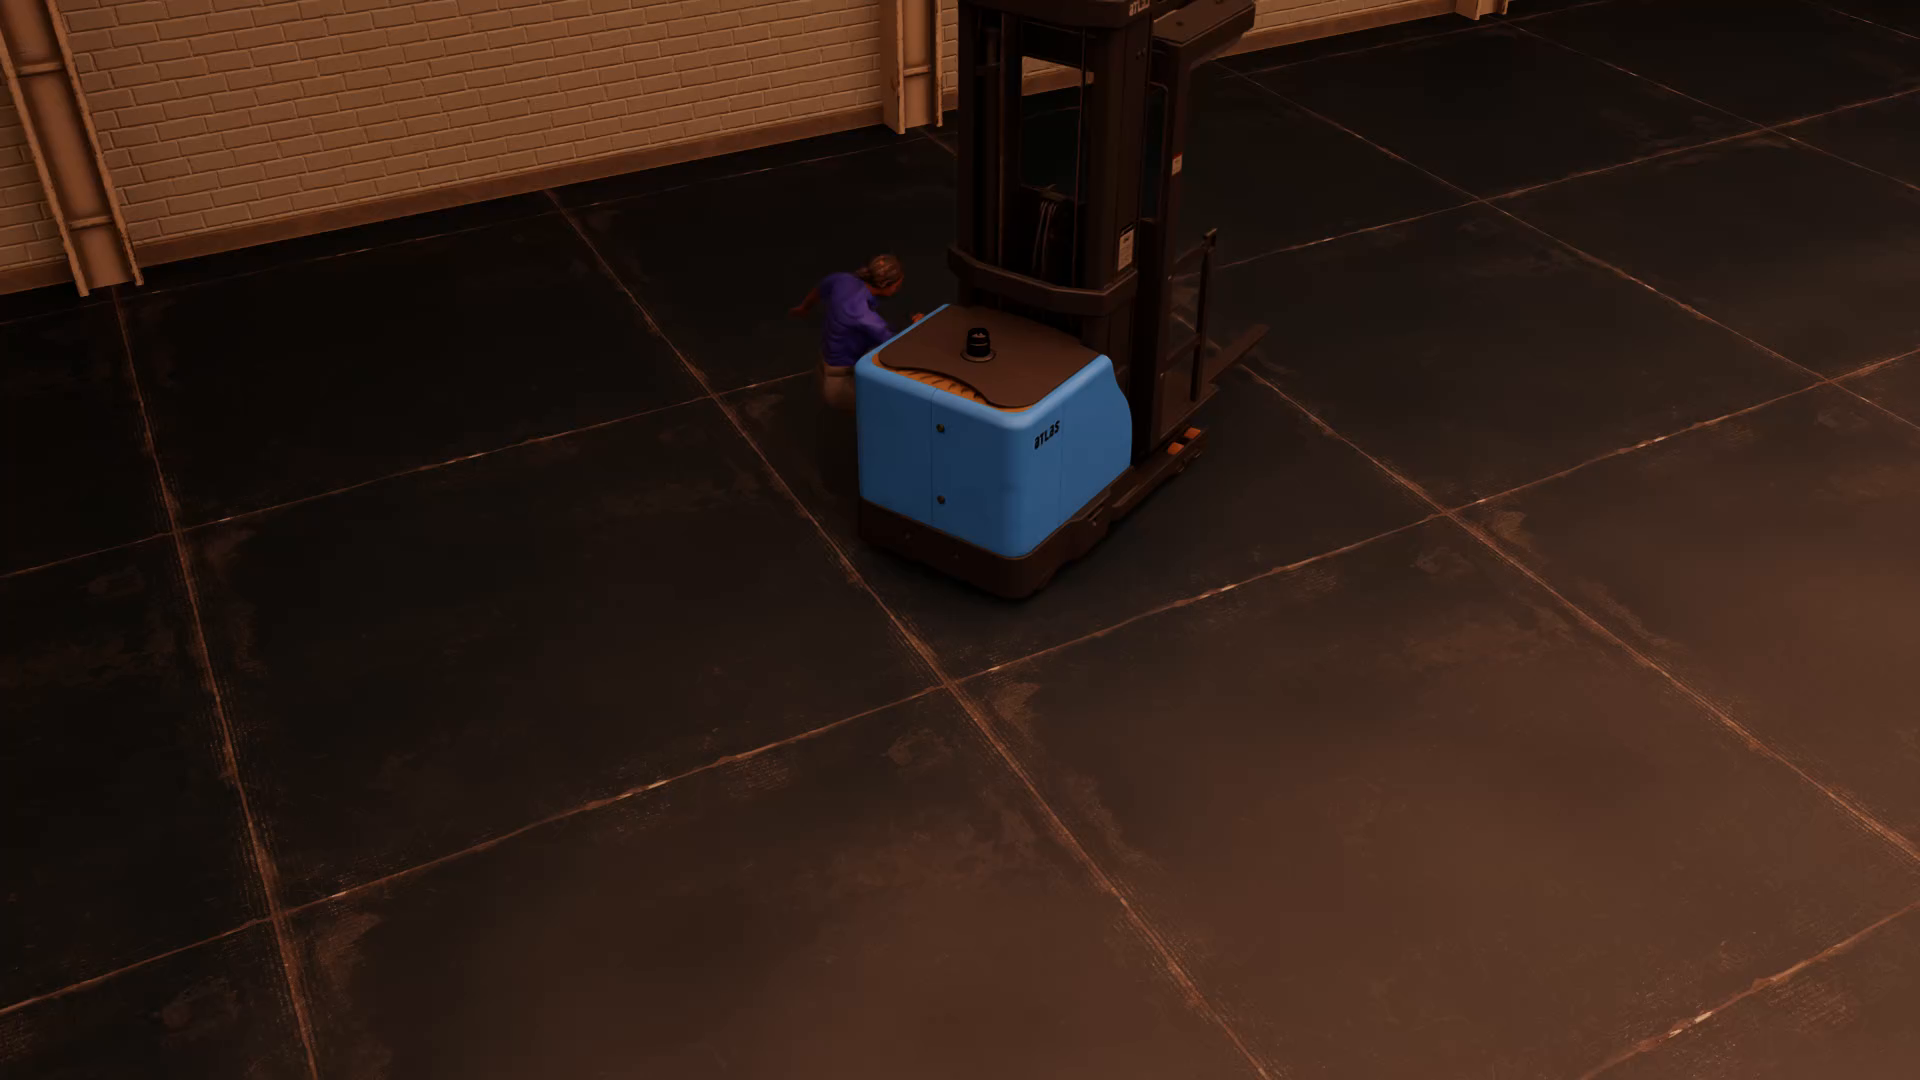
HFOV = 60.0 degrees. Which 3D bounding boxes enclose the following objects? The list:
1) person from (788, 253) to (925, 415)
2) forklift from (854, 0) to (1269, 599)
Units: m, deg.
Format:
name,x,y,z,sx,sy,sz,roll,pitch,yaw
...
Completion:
name,x,y,z,sx,sy,sz,roll,pitch,yaw
person,-0.402,-0.953,8.909,0.904,1.380,0.998,-8,36,-11
forklift,0.733,-1.714,8.547,1.130,2.935,3.031,22,41,28
